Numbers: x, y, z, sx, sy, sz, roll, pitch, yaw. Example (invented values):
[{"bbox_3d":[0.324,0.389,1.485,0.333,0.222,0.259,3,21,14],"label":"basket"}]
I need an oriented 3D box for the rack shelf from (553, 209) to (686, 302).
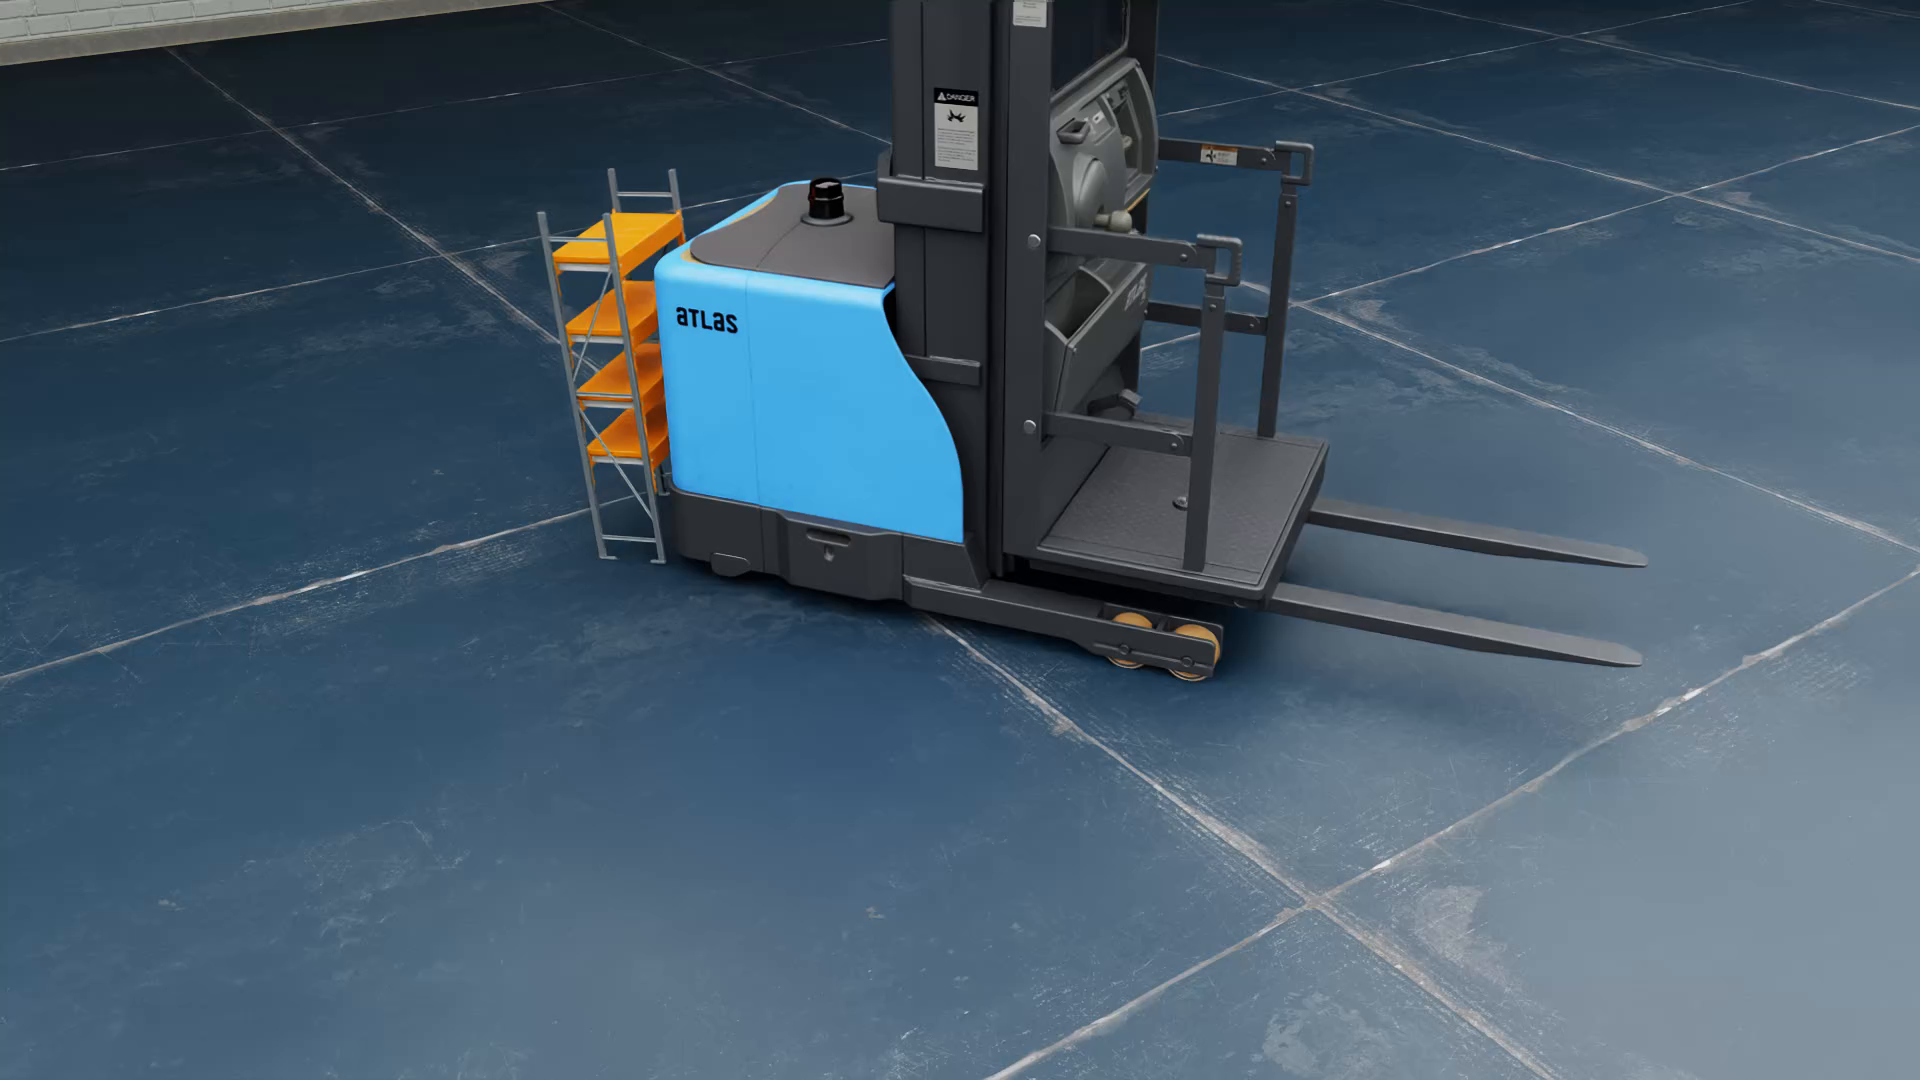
[{"bbox_3d":[-1.098,-0.922,5.353,0.258,0.148,0.480,4,29,15],"label":"rack shelf"}]

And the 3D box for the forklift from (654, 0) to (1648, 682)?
[{"bbox_3d":[0.613,-1.153,4.802,3.031,2.935,1.130,11,30,19],"label":"forklift"}]

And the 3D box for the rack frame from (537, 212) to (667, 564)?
[{"bbox_3d":[-1.138,-0.462,5.327,0.240,1.200,0.015,4,29,15],"label":"rack frame"}]

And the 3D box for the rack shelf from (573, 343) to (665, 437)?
[{"bbox_3d":[-1.071,-0.515,5.565,0.258,0.148,0.480,4,29,15],"label":"rack shelf"}]

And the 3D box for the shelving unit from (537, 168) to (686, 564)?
[{"bbox_3d":[-1.075,-0.574,5.534,0.258,1.200,0.503,4,29,15],"label":"shelving unit"}]

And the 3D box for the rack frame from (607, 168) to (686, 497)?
[{"bbox_3d":[-1.012,-0.687,5.741,0.240,1.200,0.015,4,29,15],"label":"rack frame"}]

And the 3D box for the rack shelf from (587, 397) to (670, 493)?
[{"bbox_3d":[-1.059,-0.339,5.657,0.258,0.148,0.480,4,29,15],"label":"rack shelf"}]

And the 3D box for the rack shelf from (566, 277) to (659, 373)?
[{"bbox_3d":[-1.084,-0.713,5.462,0.258,0.148,0.480,4,29,15],"label":"rack shelf"}]
